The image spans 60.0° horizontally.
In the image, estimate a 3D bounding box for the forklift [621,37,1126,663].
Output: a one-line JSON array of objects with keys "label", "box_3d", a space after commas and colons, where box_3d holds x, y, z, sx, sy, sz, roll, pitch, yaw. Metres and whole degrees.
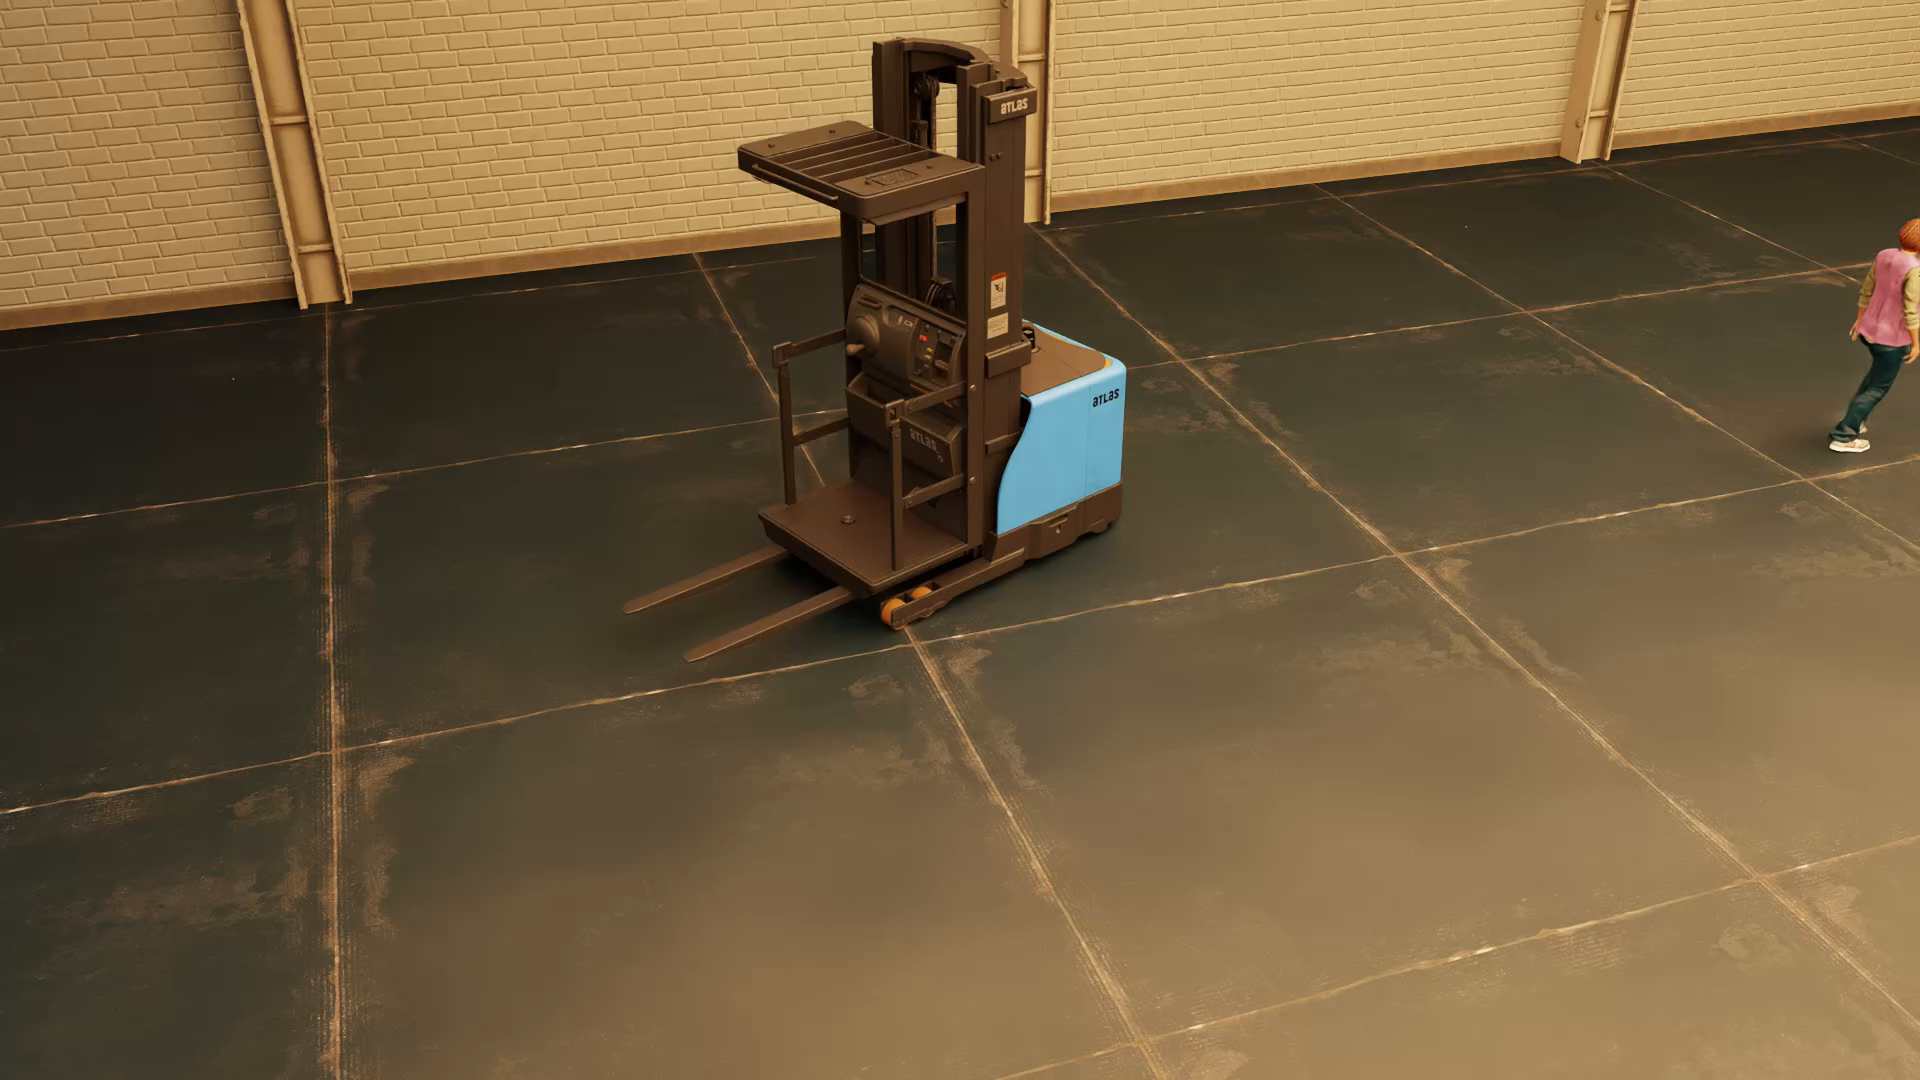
[{"label": "forklift", "box_3d": [-0.461, -1.072, 8.951, 3.031, 2.935, 1.130, -23, 37, -34]}]

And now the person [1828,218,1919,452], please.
[{"label": "person", "box_3d": [5.985, -1.297, 10.753, 0.457, 1.628, 0.510, -3, 30, -6]}]
